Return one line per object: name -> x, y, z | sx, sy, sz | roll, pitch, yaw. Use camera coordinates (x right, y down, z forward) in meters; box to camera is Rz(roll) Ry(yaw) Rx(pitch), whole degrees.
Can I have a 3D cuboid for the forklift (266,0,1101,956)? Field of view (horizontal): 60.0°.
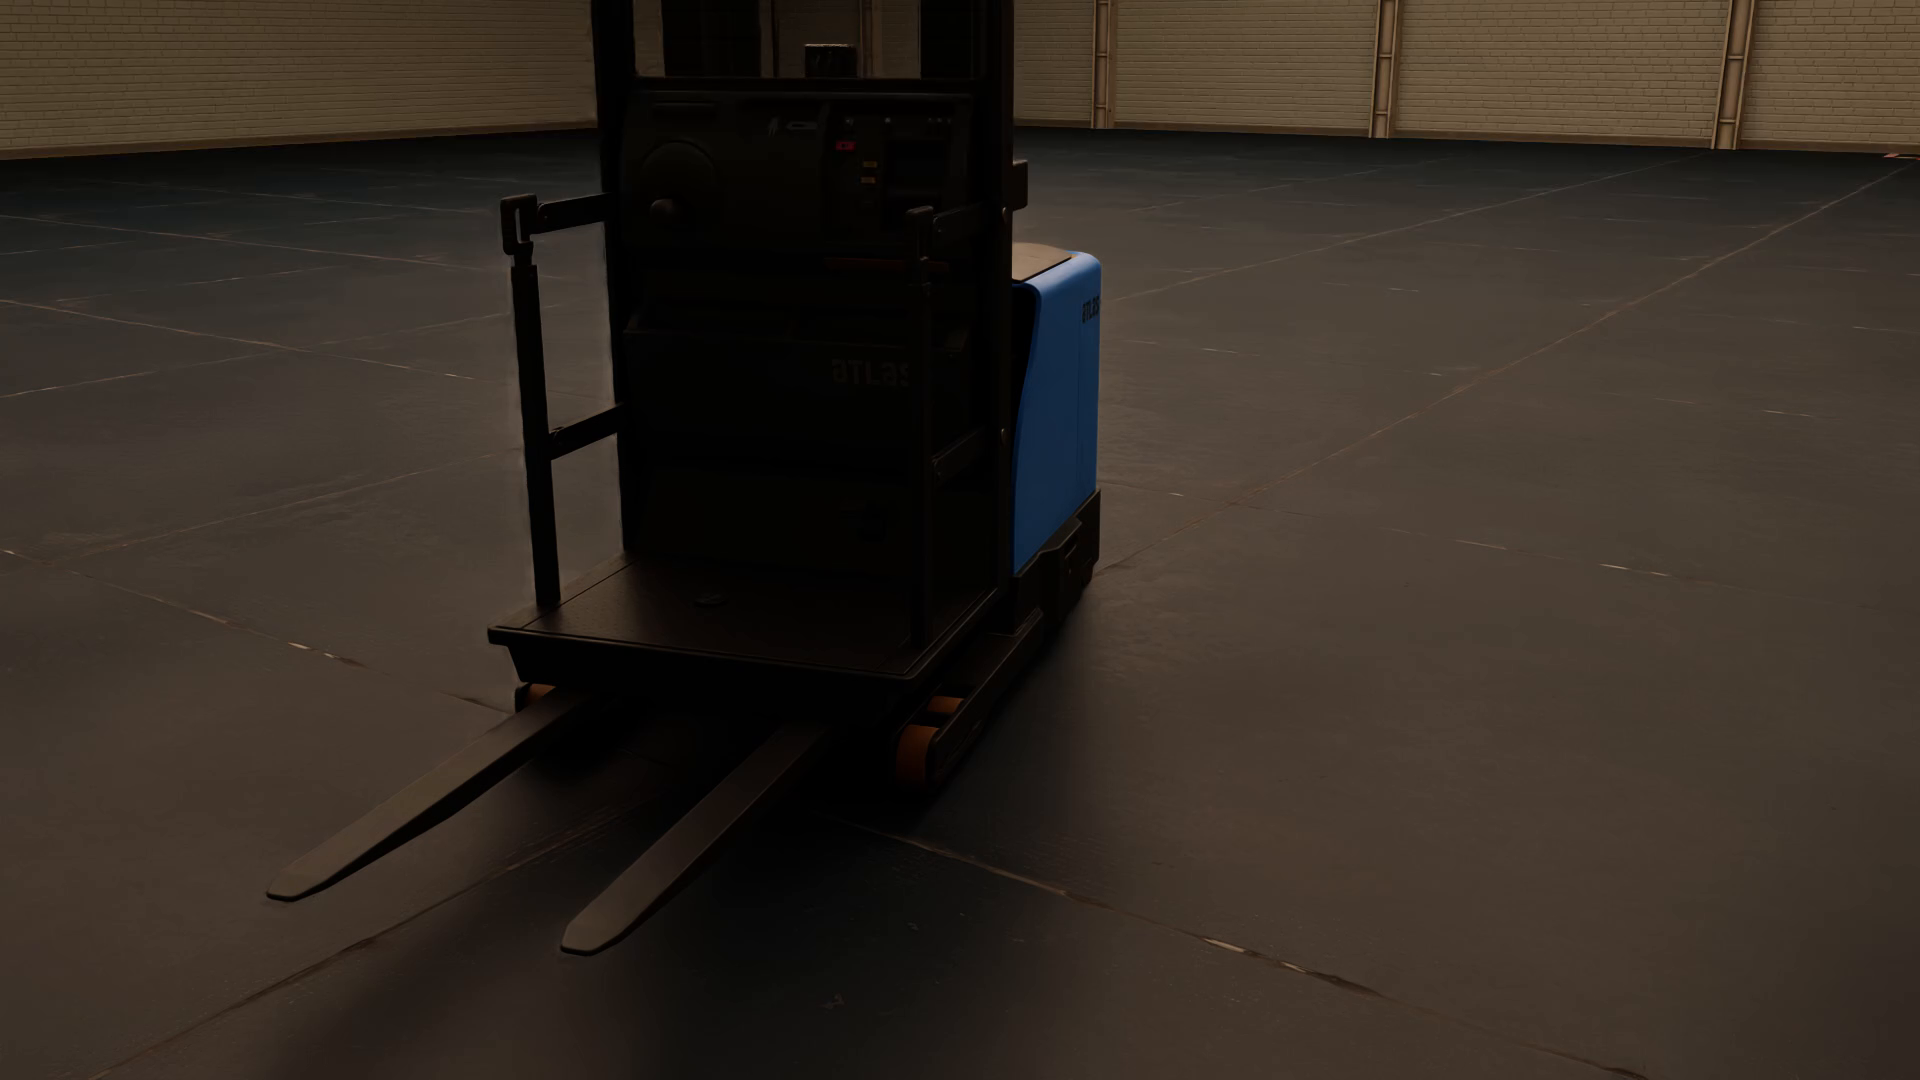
forklift -> -0.479, -0.930, 3.943 | 1.130, 2.935, 3.031 | 5, 17, 17
